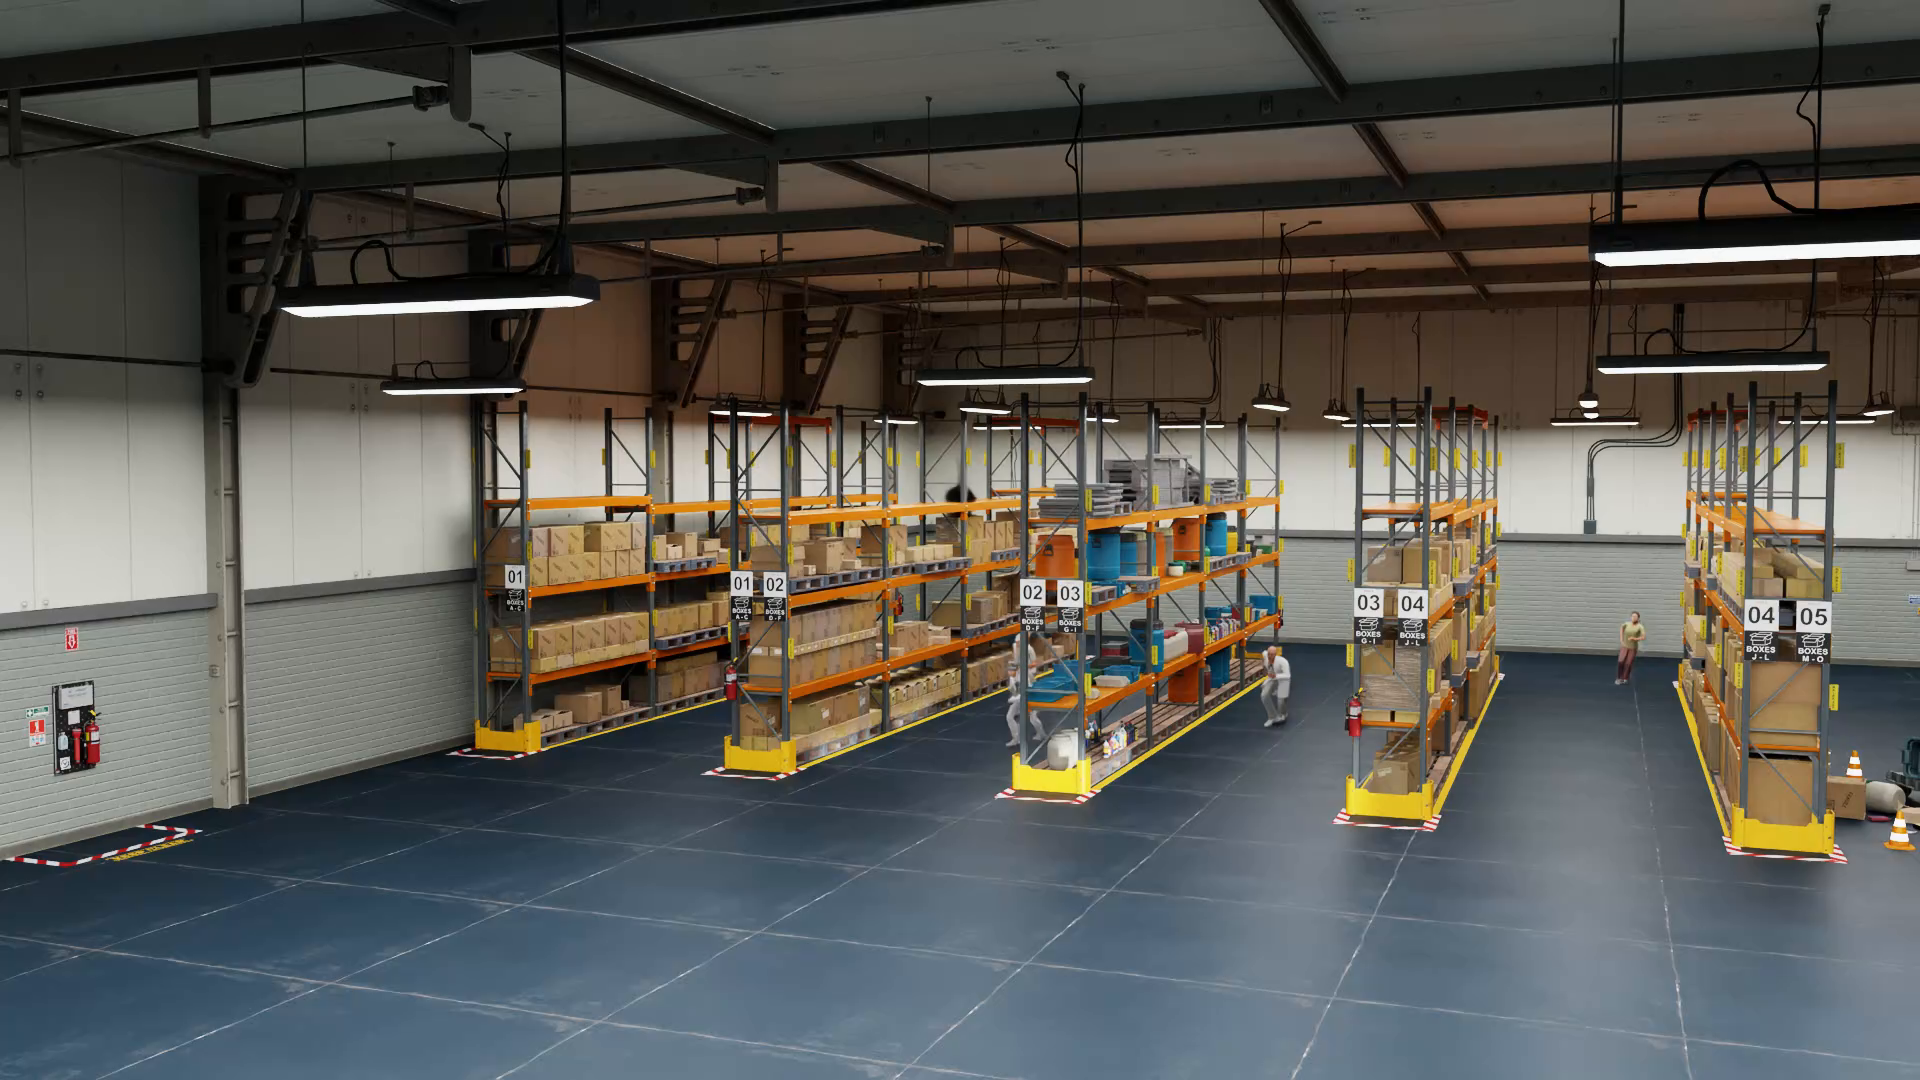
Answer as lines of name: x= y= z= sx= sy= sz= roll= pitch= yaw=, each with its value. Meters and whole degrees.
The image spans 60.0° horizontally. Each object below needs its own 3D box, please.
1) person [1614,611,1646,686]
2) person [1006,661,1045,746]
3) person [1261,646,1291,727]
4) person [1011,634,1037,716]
person: x=14.822 y=2.406 z=36.738 sx=0.621 sy=1.685 sz=0.642 roll=2 pitch=3 yaw=29
person: x=1.180 y=2.815 z=28.936 sx=1.044 sy=1.478 sz=0.597 roll=-3 pitch=4 yaw=-43
person: x=5.976 y=2.732 z=31.219 sx=0.699 sy=1.567 sz=1.234 roll=2 pitch=3 yaw=33
person: x=1.275 y=2.594 z=32.500 sx=0.685 sy=1.596 sz=1.118 roll=1 pitch=3 yaw=26
